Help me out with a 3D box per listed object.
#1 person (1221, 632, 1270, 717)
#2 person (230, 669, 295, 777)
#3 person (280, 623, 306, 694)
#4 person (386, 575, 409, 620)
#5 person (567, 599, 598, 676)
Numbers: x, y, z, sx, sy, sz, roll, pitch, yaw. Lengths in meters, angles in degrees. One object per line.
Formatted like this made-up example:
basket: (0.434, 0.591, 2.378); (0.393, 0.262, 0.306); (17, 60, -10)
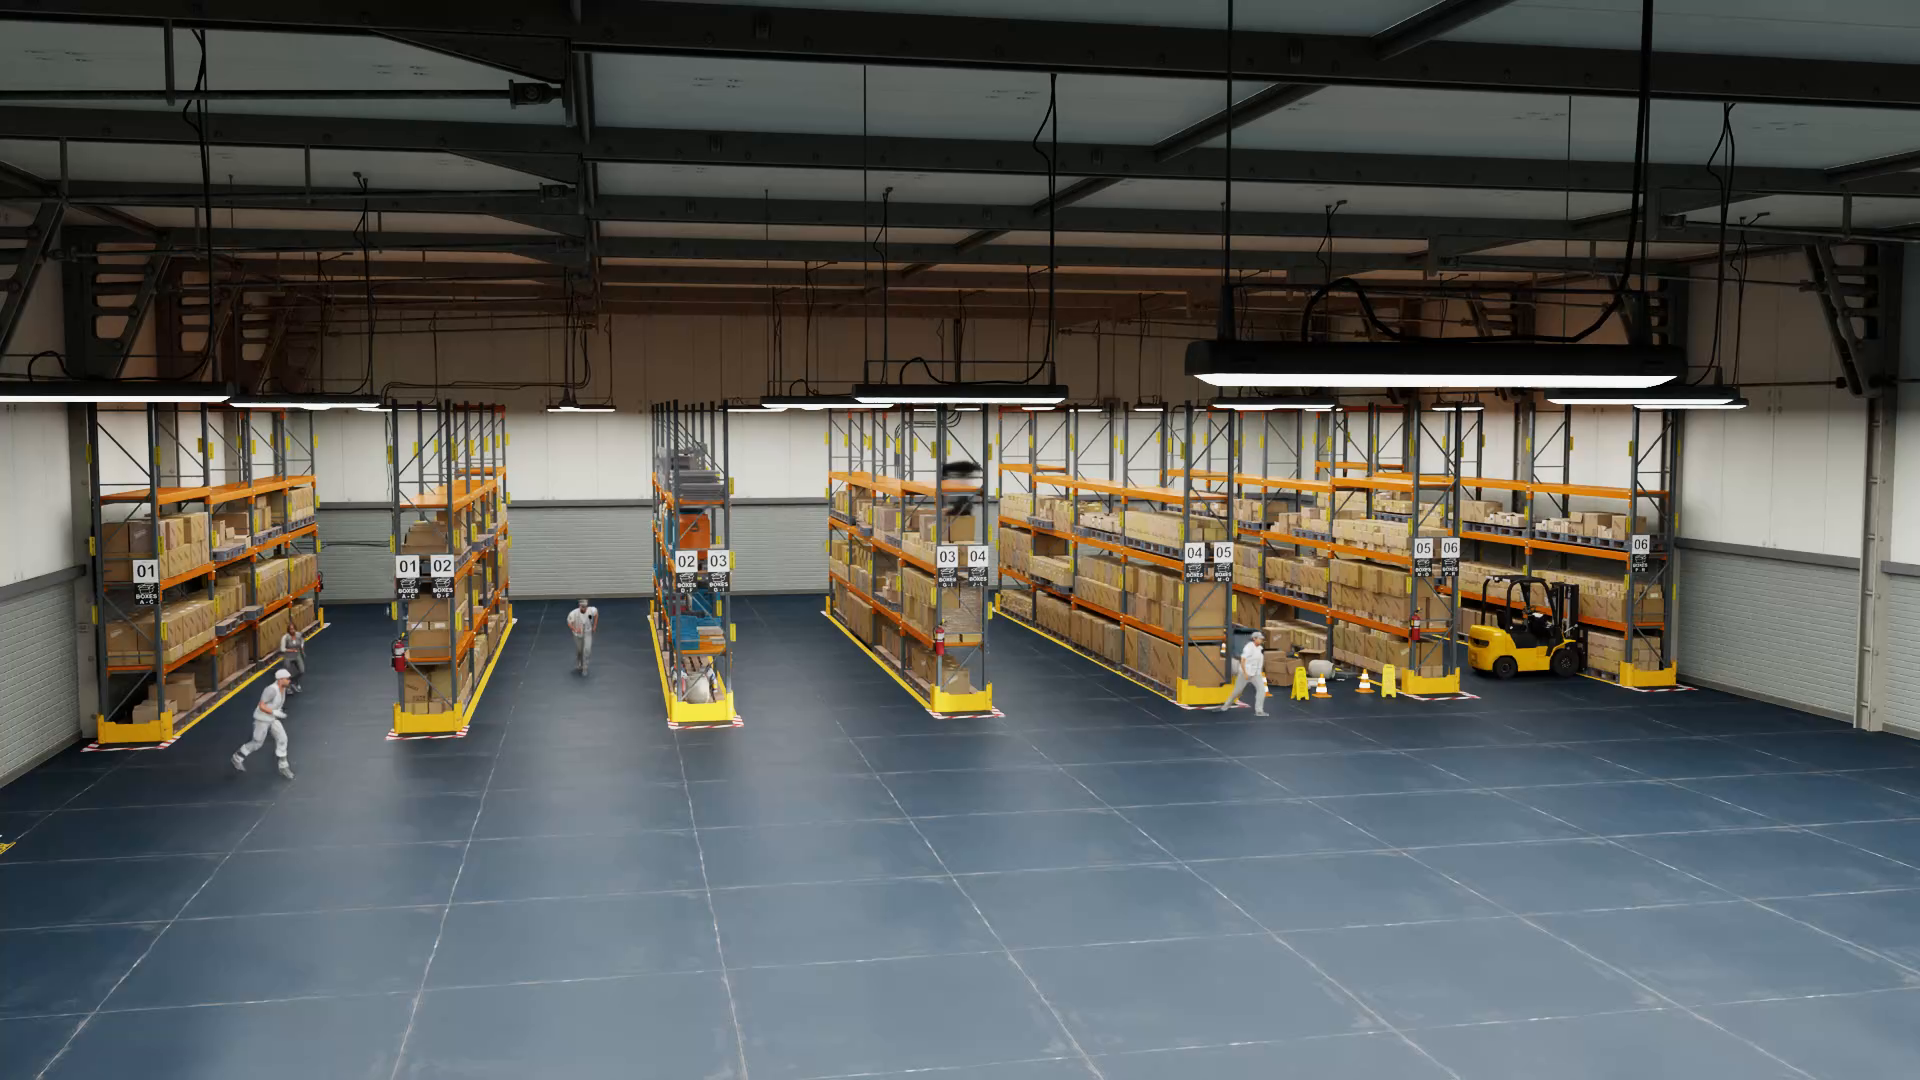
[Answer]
person: (5.456, 2.523, 31.633); (0.615, 1.596, 0.960); (-3, 5, -34)
person: (-11.055, 2.902, 26.342); (1.052, 1.734, 0.692); (0, 4, 2)
person: (-13.580, 2.424, 33.865); (0.545, 1.481, 0.836); (-3, 5, -38)
person: (-15.631, 1.431, 46.547); (0.849, 1.547, 0.585); (1, 4, 13)
person: (-8.390, 2.129, 36.899); (0.697, 1.724, 1.024); (-2, 5, -22)
